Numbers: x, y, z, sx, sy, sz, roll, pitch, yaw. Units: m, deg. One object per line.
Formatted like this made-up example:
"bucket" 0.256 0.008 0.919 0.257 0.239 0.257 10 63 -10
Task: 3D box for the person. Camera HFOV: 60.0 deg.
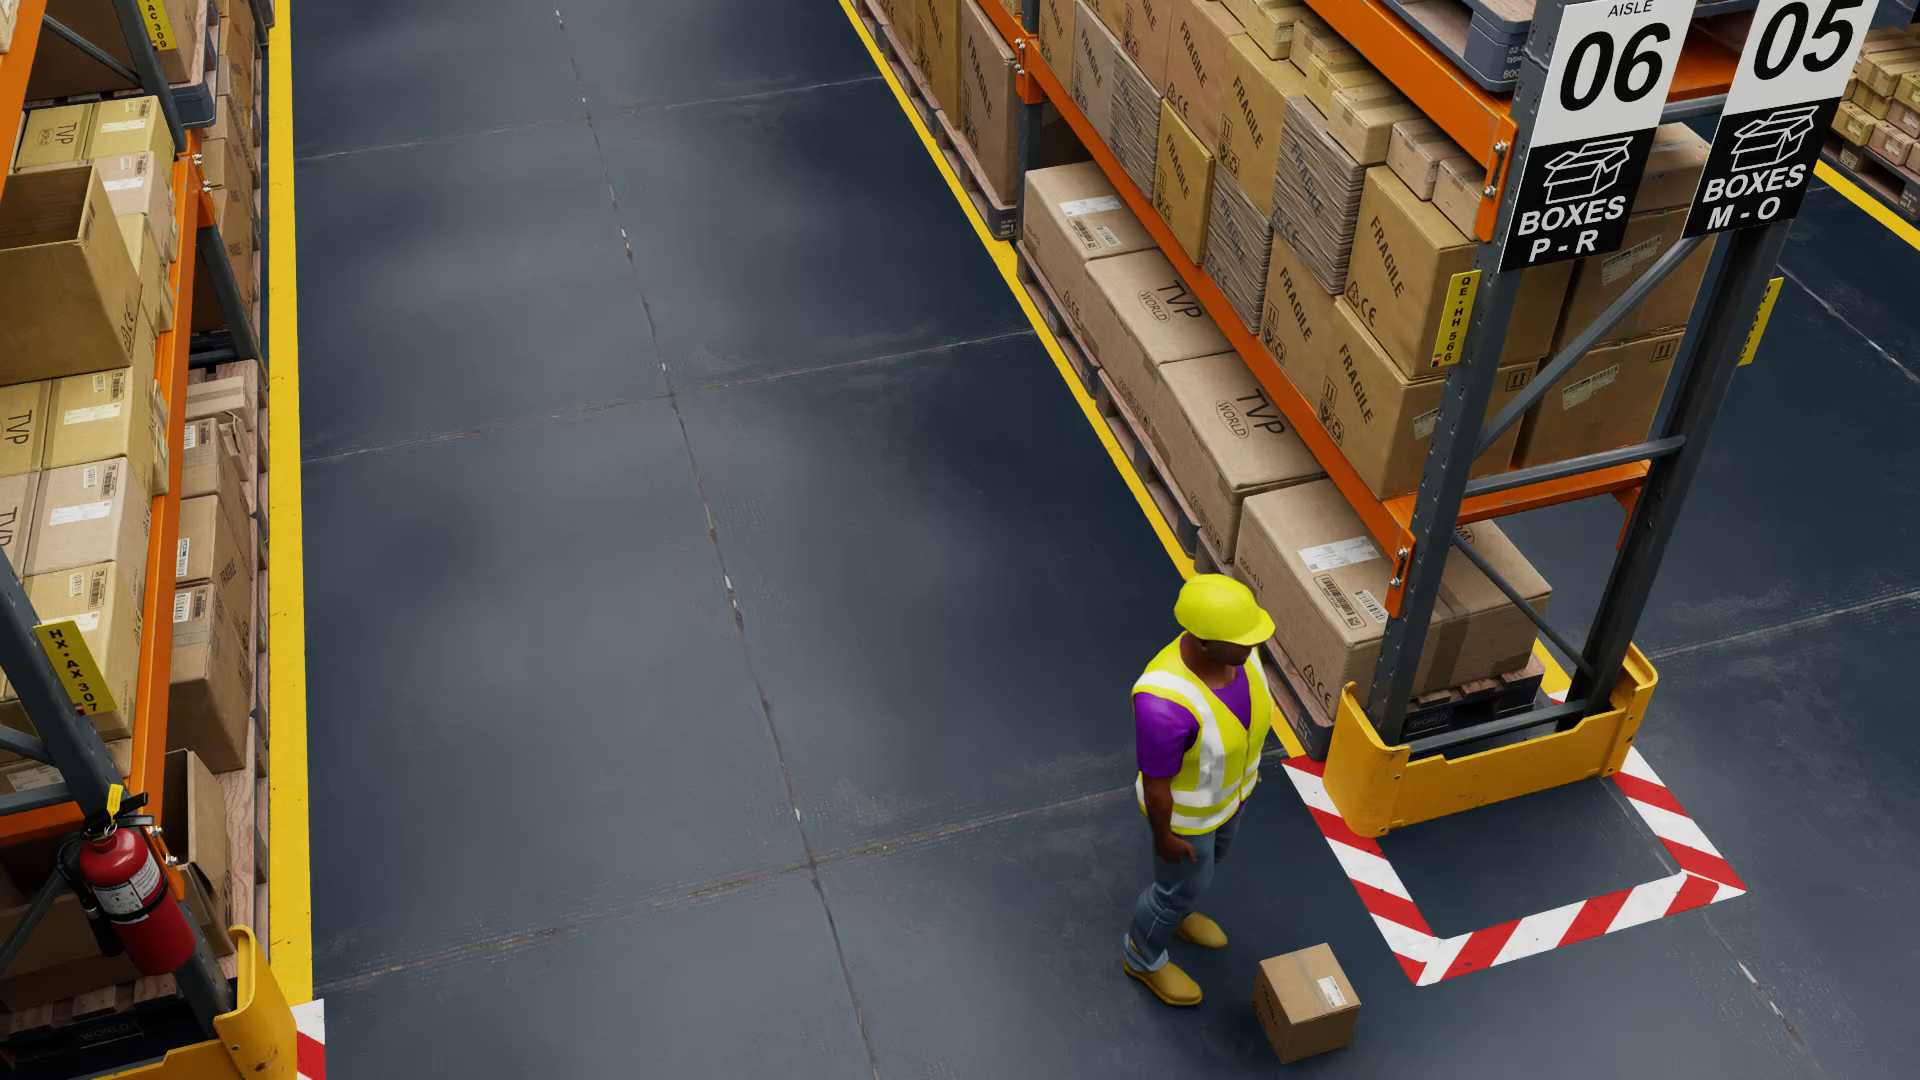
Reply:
"person" 0.760 0.795 5.279 0.376 1.780 0.567 27 48 27
